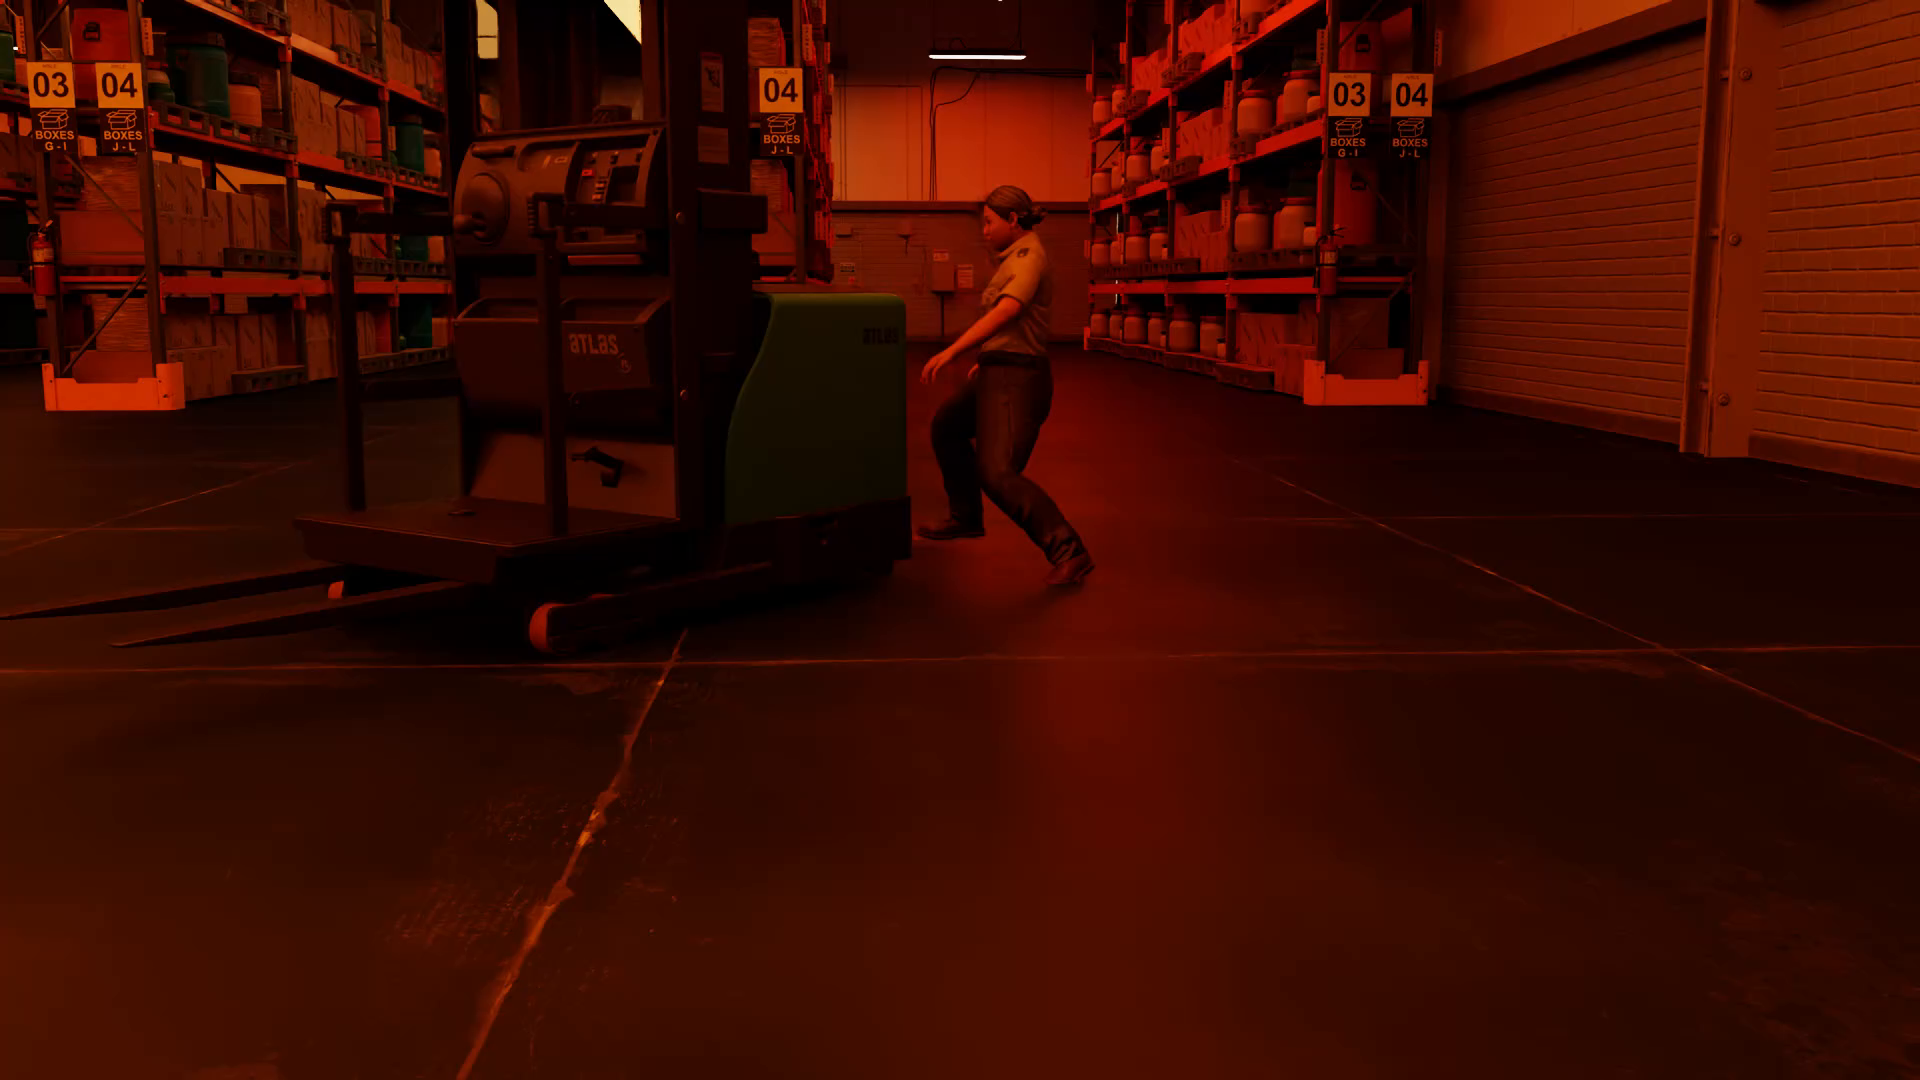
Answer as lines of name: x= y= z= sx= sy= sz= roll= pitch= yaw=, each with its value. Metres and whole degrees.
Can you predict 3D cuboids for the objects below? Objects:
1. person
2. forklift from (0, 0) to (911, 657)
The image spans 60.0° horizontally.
person: x=0.156 y=-0.623 z=6.572 sx=0.779 sy=1.528 sz=0.928 roll=1 pitch=9 yaw=7
forklift: x=-1.449 y=-1.181 z=5.283 sx=1.130 sy=2.935 sz=3.031 roll=6 pitch=10 yaw=35
